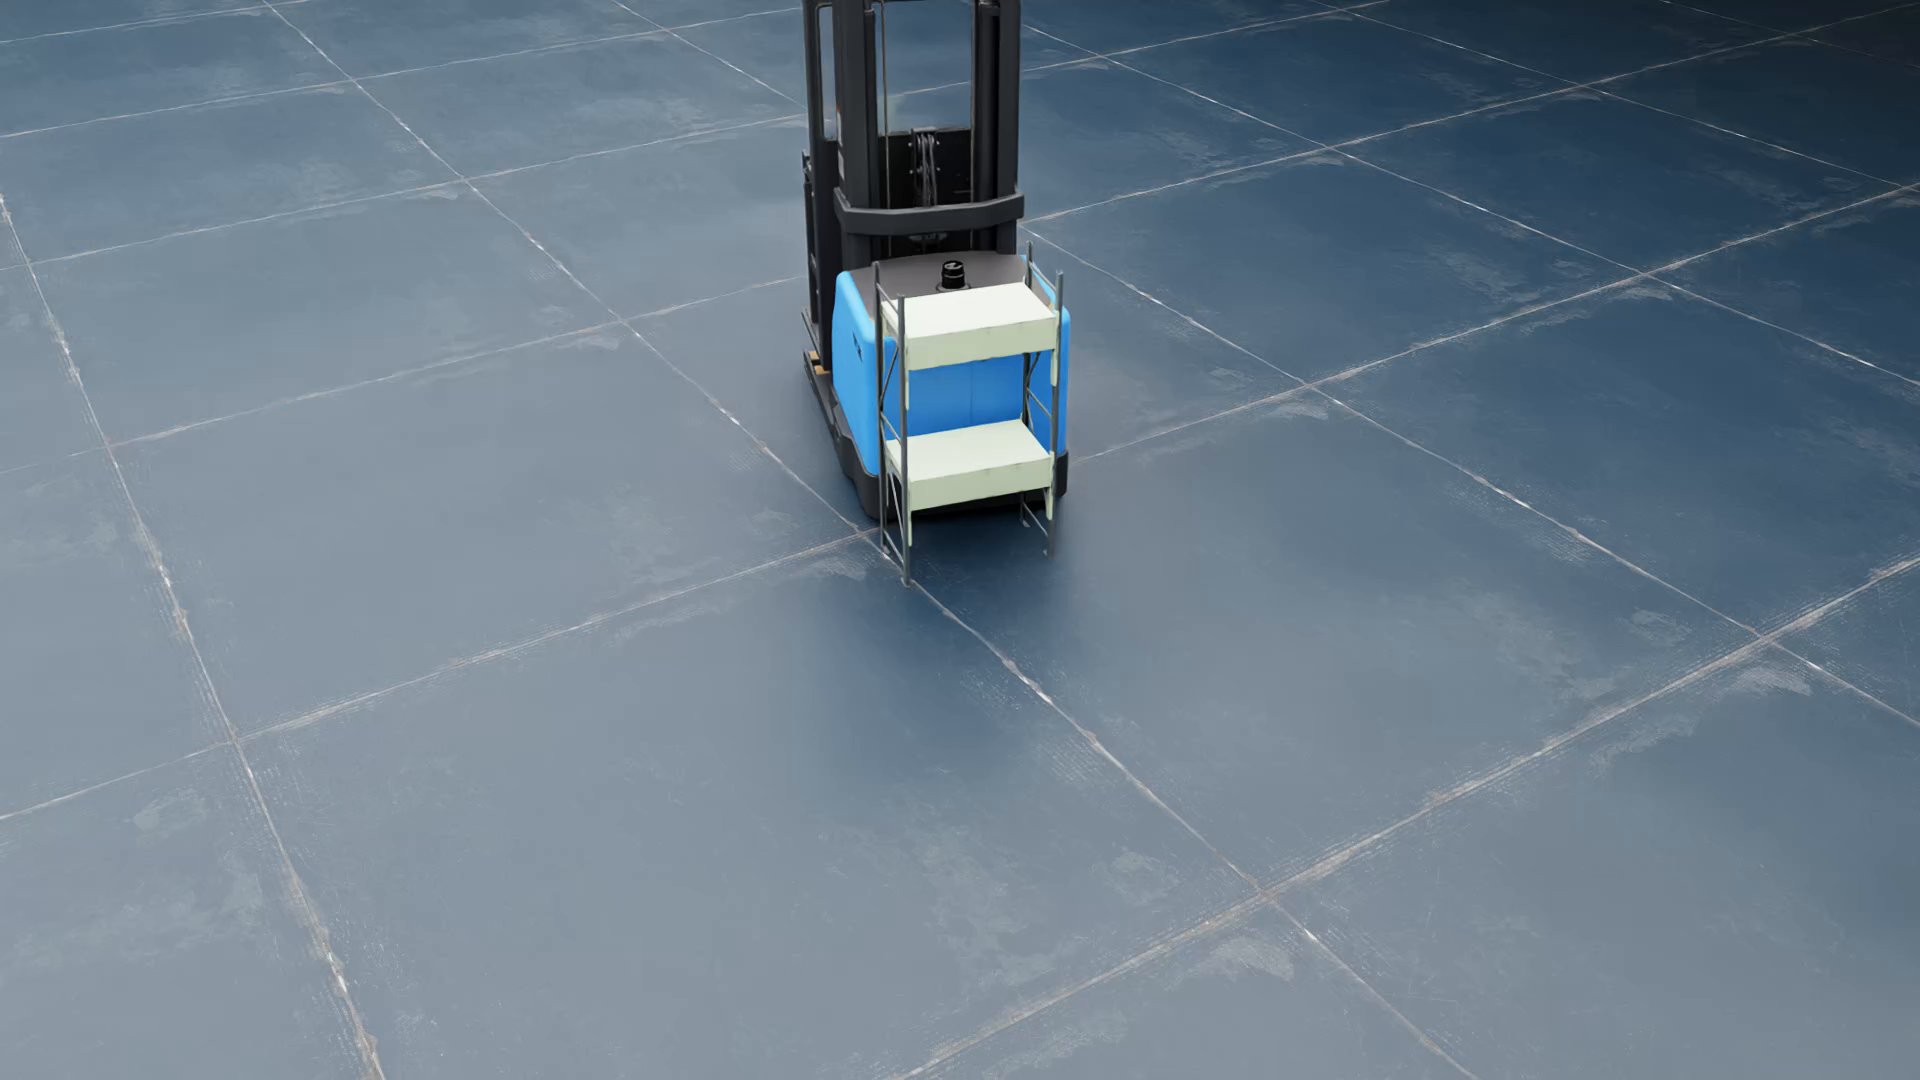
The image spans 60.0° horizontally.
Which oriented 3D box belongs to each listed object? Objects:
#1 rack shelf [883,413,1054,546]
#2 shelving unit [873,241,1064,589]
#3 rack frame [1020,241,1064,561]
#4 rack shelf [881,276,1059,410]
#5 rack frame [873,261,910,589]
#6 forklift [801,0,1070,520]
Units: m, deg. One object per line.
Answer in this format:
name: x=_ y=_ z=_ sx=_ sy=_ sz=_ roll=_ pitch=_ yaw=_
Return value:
rack shelf: x=0.033 y=-0.293 z=7.920 sx=0.720 sy=0.370 sz=0.431 roll=-11 pitch=34 yaw=-16
shelving unit: x=0.033 y=-0.569 z=7.746 sx=0.755 sy=1.500 sz=0.431 roll=-11 pitch=34 yaw=-16
rack frame: x=0.379 y=-0.634 z=7.849 sx=0.023 sy=1.500 sz=0.400 roll=-11 pitch=34 yaw=-16
rack shelf: x=0.033 y=-0.899 z=7.538 sx=0.720 sy=0.370 sz=0.431 roll=-11 pitch=34 yaw=-16
rack frame: x=-0.312 y=-0.505 z=7.644 sx=0.023 sy=1.500 sz=0.400 roll=-11 pitch=34 yaw=-16
forklift: x=-0.293 y=-2.119 z=8.862 sx=1.130 sy=2.935 sz=3.031 roll=-7 pitch=33 yaw=-11
